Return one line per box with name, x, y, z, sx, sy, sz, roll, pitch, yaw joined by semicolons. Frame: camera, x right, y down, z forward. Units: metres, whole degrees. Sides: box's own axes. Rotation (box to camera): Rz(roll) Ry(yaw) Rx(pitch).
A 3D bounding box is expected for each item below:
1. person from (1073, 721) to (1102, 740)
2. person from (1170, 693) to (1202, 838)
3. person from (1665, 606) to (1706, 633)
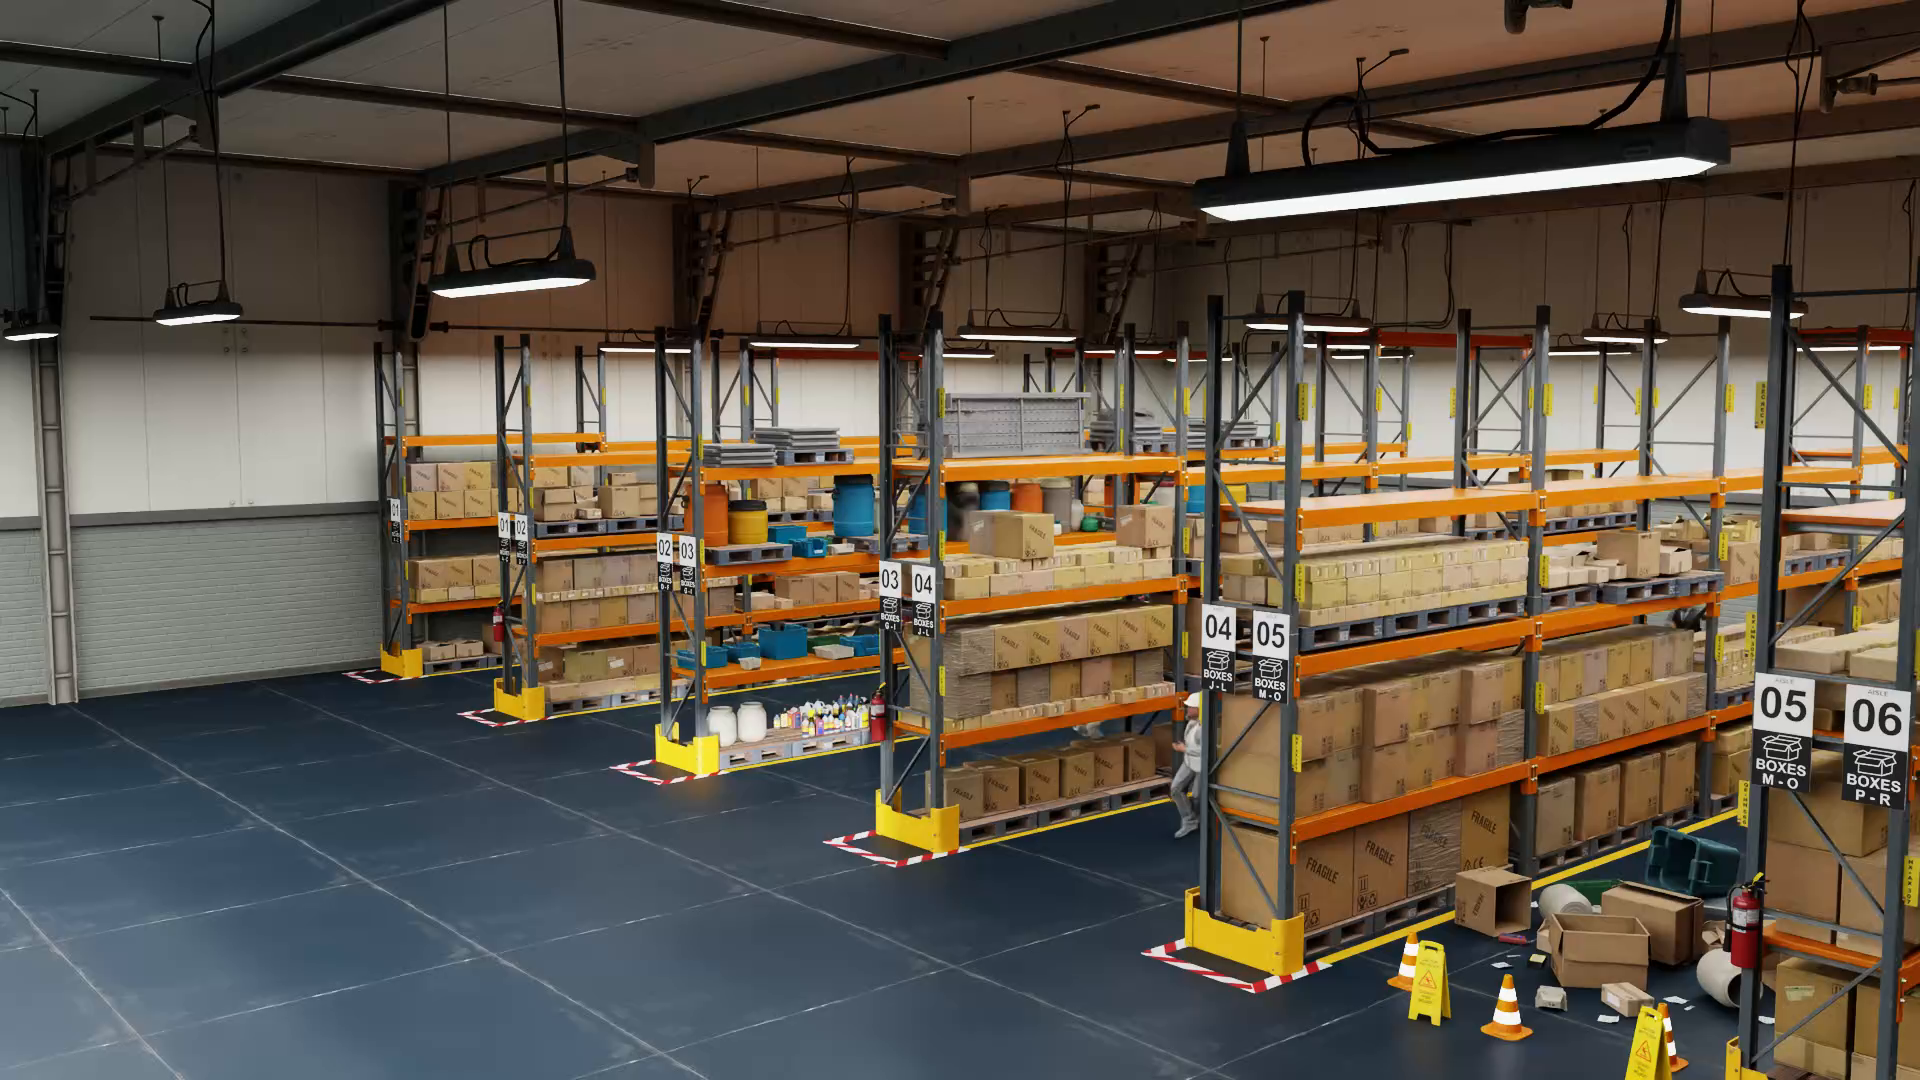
person;1.845;2.205;22.941;0.530;1.743;0.639;-5;7;-42
person;2.721;2.562;19.109;0.707;1.686;0.764;-3;6;-32
person;12.195;1.683;27.921;0.866;1.625;0.637;-5;7;-43
